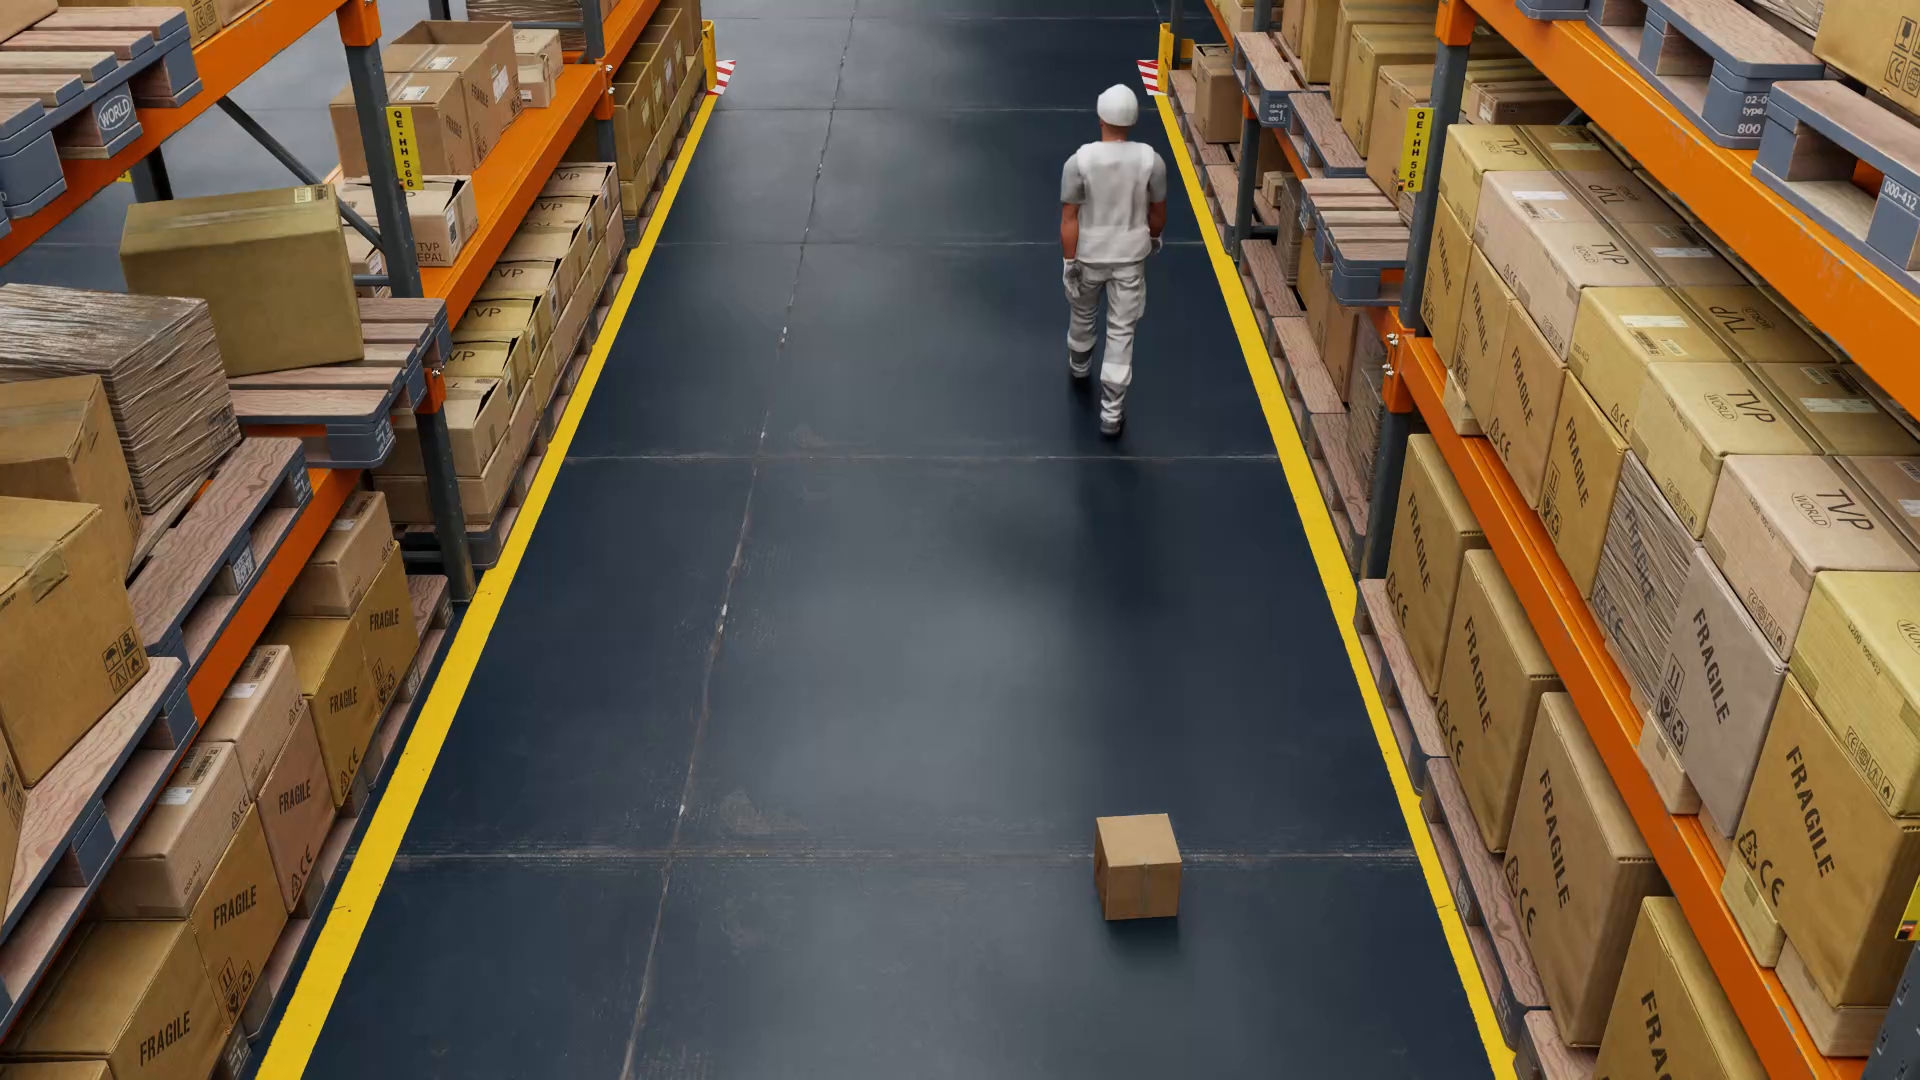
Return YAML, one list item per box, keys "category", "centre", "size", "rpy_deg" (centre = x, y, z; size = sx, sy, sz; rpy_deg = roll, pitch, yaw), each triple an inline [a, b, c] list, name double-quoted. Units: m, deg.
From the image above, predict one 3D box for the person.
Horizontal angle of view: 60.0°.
- category: "person"
  centre: [0.785, -1.526, 8.592]
  size: [0.539, 1.738, 0.962]
  rpy_deg: [3, 31, 4]
